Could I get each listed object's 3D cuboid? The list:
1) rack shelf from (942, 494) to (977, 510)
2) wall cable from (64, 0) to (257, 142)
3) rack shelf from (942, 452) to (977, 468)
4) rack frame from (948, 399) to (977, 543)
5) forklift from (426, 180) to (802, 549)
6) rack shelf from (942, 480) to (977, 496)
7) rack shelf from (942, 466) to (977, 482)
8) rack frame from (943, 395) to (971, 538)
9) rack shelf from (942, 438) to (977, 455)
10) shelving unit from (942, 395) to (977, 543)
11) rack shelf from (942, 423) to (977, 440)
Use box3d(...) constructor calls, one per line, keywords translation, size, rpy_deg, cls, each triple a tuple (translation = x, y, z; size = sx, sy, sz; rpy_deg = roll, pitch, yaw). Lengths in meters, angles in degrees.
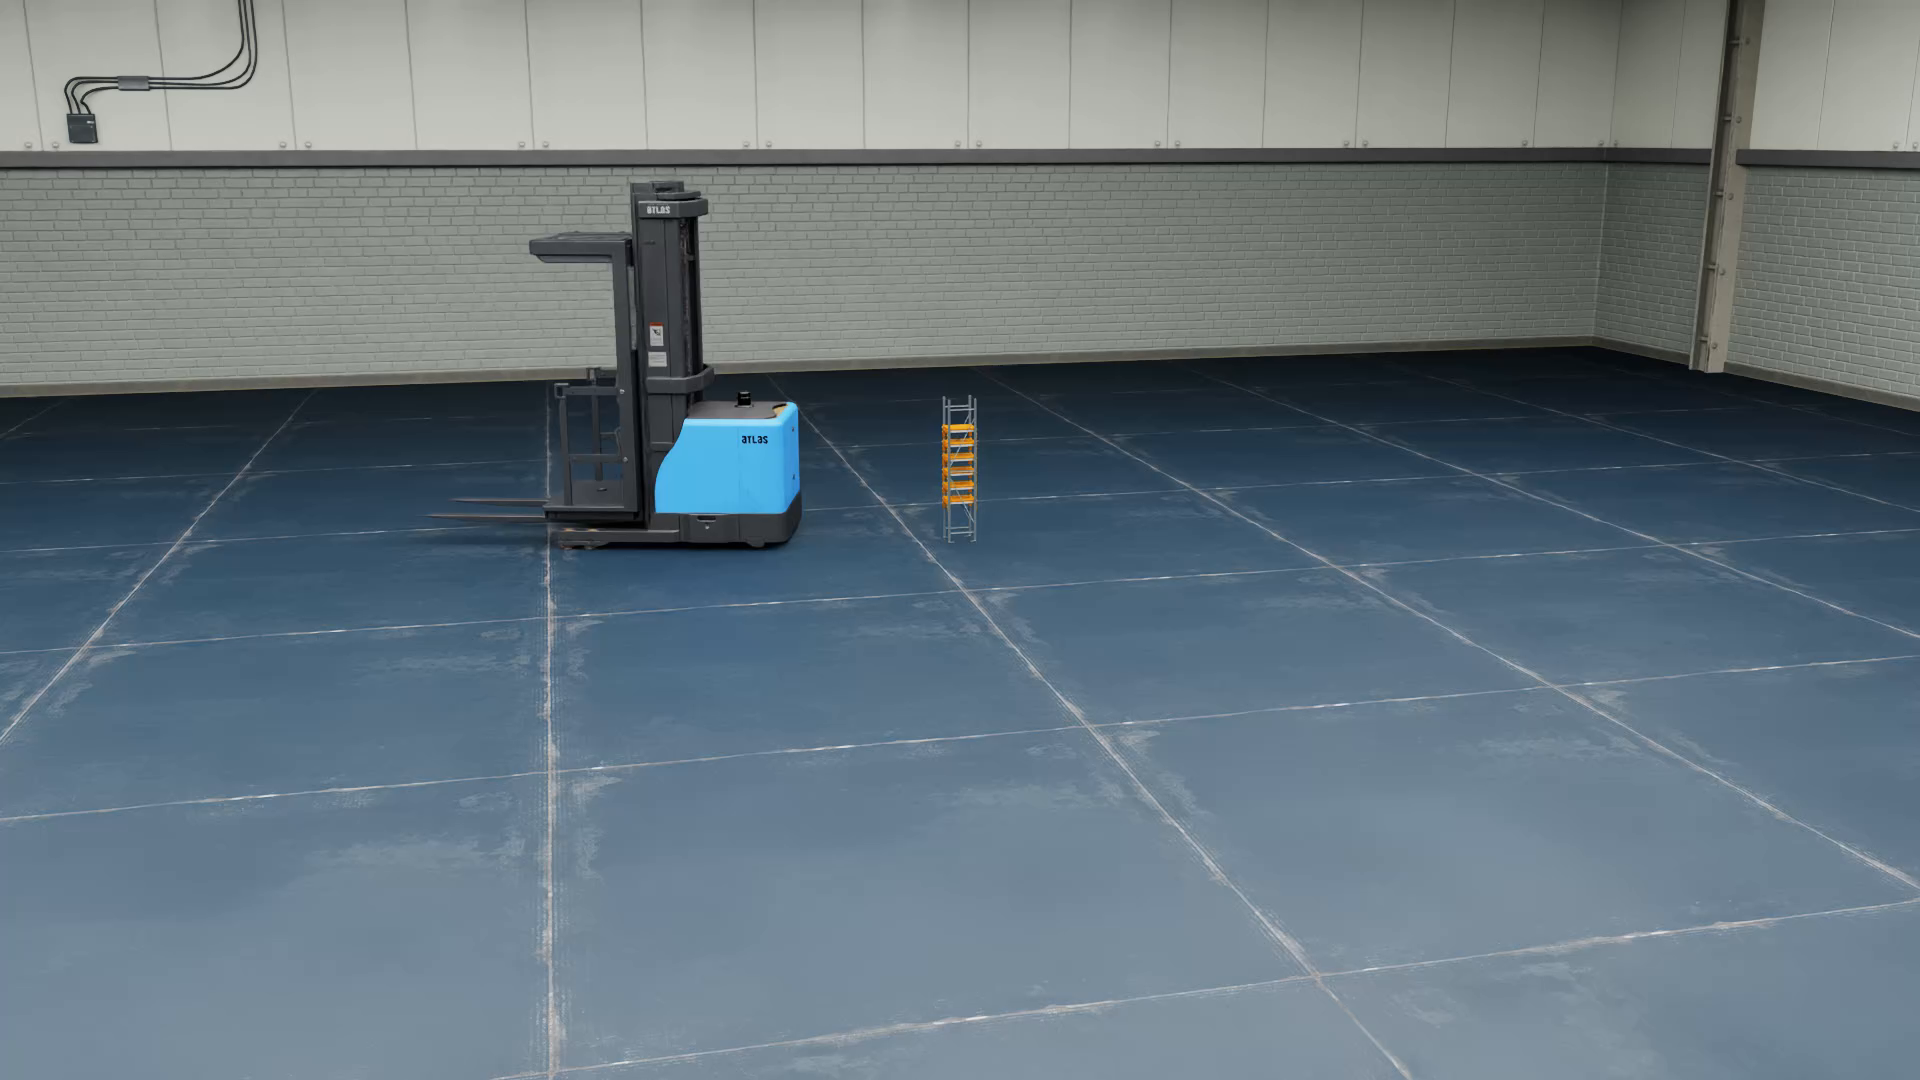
box3d(translation=(-0.003, -0.310, 13.866), size=(0.258, 0.103, 0.180), rpy_deg=(-3, 14, -13), cls="rack shelf")
box3d(translation=(-10.068, -7.980, 20.463), size=(2.305, 6.003, 0.169), rpy_deg=(-3, 14, -13), cls="wall cable")
box3d(translation=(-0.003, -0.660, 13.780), size=(0.258, 0.103, 0.180), rpy_deg=(-3, 14, -13), cls="rack shelf")
box3d(translation=(0.018, -0.565, 13.712), size=(0.240, 1.200, 0.006), rpy_deg=(-3, 14, -13), cls="rack frame")
box3d(translation=(-2.907, -1.471, 13.772), size=(3.031, 2.935, 1.130), rpy_deg=(1, 14, 2), cls="forklift")
box3d(translation=(-0.003, -0.426, 13.837), size=(0.258, 0.103, 0.180), rpy_deg=(-3, 14, -13), cls="rack shelf")
box3d(translation=(-0.003, -0.543, 13.809), size=(0.258, 0.103, 0.180), rpy_deg=(-3, 14, -13), cls="rack shelf")
box3d(translation=(-0.025, -0.607, 13.885), size=(0.240, 1.200, 0.006), rpy_deg=(-3, 14, -13), cls="rack frame")
box3d(translation=(-0.003, -0.776, 13.752), size=(0.258, 0.103, 0.180), rpy_deg=(-3, 14, -13), cls="rack shelf")
box3d(translation=(-0.003, -0.586, 13.798), size=(0.258, 1.200, 0.189), rpy_deg=(-3, 14, -13), cls="shelving unit")
box3d(translation=(-0.003, -0.893, 13.723), size=(0.258, 0.103, 0.180), rpy_deg=(-3, 14, -13), cls="rack shelf")
